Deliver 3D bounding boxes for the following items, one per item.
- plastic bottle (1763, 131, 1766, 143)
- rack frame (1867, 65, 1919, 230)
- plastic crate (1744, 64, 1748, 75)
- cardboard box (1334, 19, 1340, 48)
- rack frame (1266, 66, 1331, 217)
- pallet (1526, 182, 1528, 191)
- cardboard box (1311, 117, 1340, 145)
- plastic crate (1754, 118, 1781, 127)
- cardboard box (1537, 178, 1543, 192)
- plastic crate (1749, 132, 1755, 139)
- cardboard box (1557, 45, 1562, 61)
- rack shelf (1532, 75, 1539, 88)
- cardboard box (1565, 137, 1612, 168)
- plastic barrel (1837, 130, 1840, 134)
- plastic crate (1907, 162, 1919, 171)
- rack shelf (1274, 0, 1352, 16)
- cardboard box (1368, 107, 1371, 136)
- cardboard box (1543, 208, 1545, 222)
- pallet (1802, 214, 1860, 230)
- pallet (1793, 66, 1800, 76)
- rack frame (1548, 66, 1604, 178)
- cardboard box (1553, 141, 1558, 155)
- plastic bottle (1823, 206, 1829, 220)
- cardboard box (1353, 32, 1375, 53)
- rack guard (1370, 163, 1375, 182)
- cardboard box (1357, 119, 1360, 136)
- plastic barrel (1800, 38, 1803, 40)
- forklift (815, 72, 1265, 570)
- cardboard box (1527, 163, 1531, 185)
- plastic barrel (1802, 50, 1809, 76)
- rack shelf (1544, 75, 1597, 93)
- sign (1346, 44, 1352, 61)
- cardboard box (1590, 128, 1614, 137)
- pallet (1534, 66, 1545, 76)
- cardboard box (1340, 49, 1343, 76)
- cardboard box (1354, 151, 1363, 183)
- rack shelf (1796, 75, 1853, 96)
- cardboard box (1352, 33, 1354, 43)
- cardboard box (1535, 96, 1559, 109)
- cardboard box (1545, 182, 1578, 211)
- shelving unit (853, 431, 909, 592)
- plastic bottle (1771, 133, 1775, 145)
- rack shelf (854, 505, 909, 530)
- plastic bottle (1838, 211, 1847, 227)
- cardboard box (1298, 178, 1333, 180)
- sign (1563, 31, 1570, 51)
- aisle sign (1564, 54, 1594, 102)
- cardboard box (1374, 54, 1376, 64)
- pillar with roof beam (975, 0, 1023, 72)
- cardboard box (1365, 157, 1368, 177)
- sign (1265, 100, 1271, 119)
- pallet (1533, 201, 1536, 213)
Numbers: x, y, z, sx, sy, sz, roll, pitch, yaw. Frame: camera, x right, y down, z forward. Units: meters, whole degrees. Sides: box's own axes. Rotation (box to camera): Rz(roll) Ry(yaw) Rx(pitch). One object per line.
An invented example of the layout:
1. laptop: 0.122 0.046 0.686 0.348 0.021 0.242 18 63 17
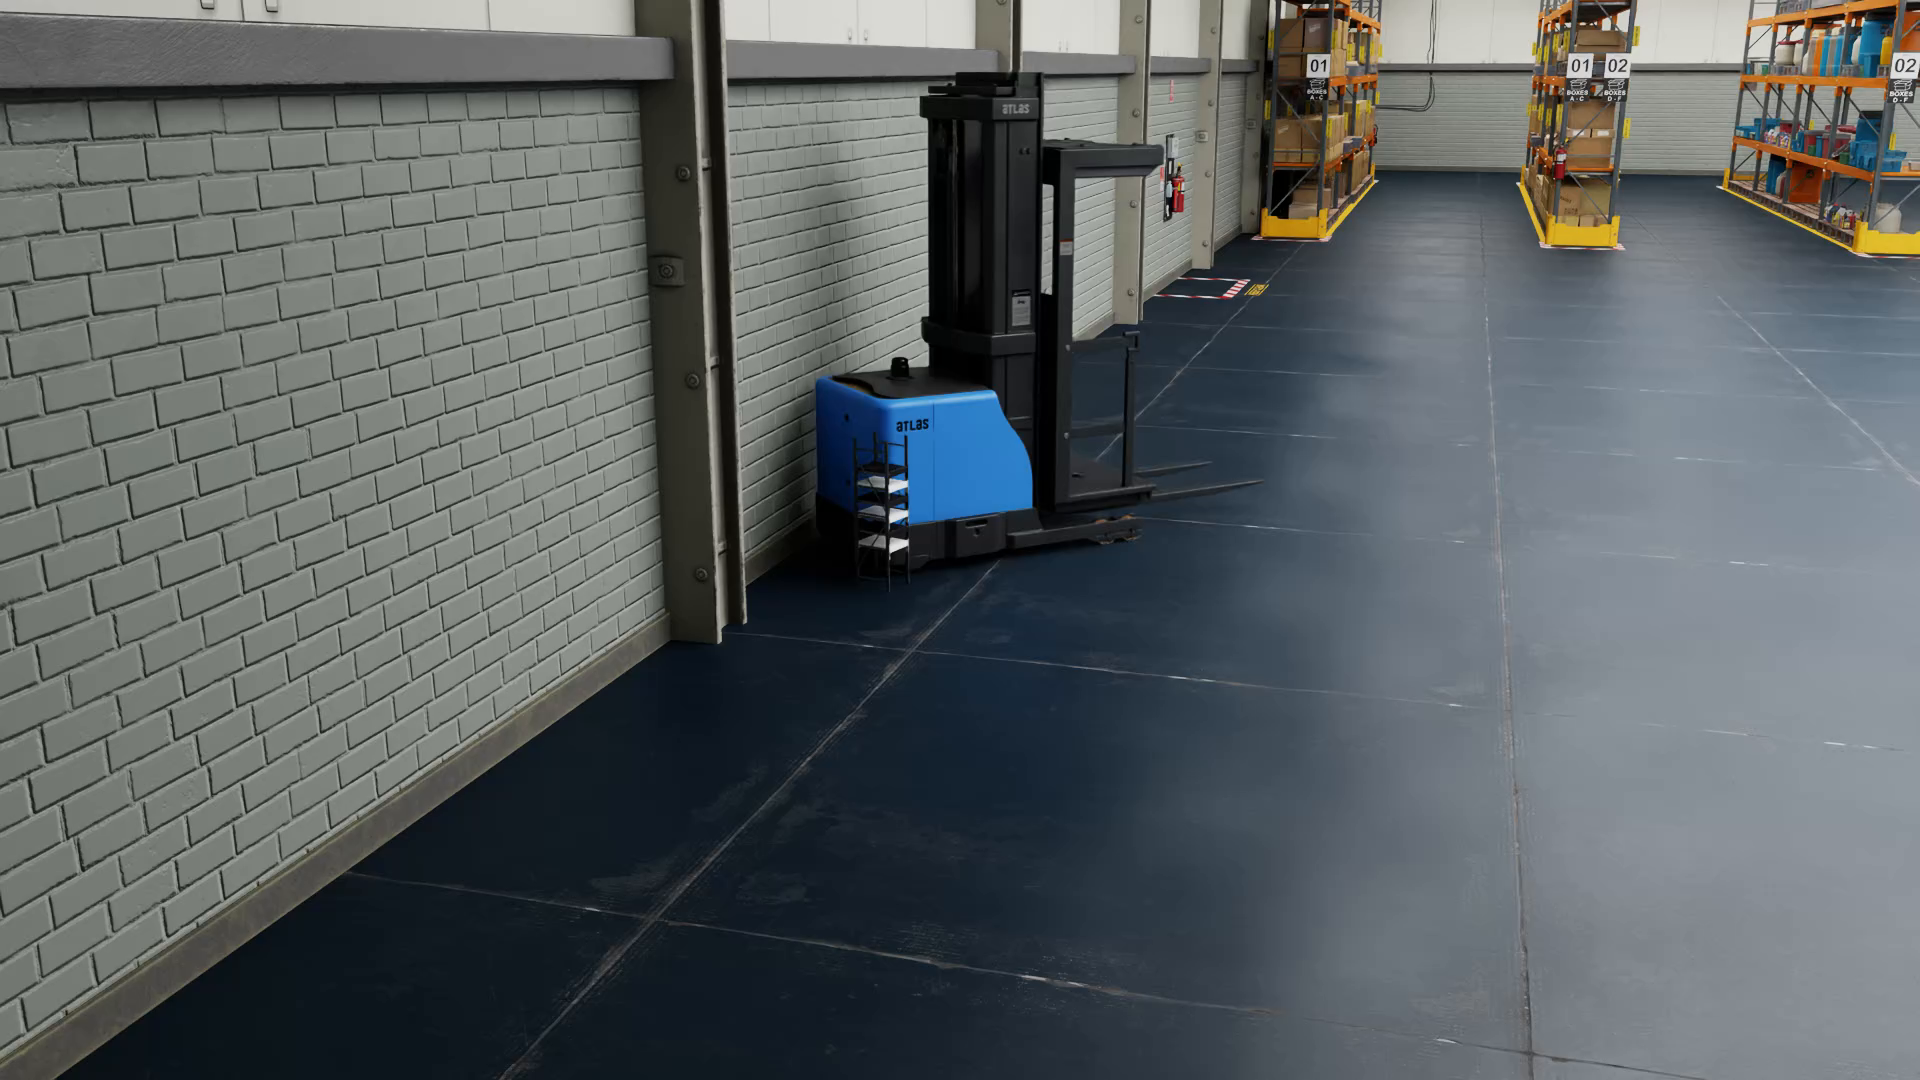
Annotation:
1. plastic bottle: 18.462 -9.232 38.096 0.061 0.283 0.133 5 16 16
2. rack frame: 15.565 -6.212 27.233 1.000 3.000 0.127 5 16 16
3. plastic crate: 19.736 -11.699 41.321 0.497 0.269 0.590 5 16 16
4. cardboard box: 6.600 -9.171 30.117 0.500 0.500 0.500 4 16 15
5. rack frame: 6.067 -6.980 29.941 1.000 3.000 0.127 5 16 16
6. pallet: 14.769 -8.895 41.802 1.003 0.211 1.213 5 16 16
7. cardboard box: 6.929 -7.779 31.622 0.500 0.500 0.500 5 17 18
8. plastic crate: 20.196 -10.342 41.618 0.616 0.435 0.499 5 16 16
9. cardboard box: 12.227 -7.319 34.377 0.500 0.311 0.500 4 16 15
10. plastic crate: 19.182 -9.732 40.018 0.293 0.136 0.466 5 16 16
11. cardboard box: 11.405 -9.060 30.916 0.500 0.311 0.500 4 16 13
12. rack shelf: 14.796 -11.357 41.193 1.077 0.370 4.000 5 16 16
13. cardboard box: 10.962 -6.766 29.004 0.700 0.500 0.500 5 16 16
14. plastic barrel: 17.632 -7.963 33.201 0.421 0.512 0.421 0 16 0
15. plastic crate: 16.128 -6.294 28.006 0.298 0.136 0.250 5 16 16
16. rack shelf: 6.635 -10.042 31.066 1.077 0.370 4.000 5 16 16
17. cardboard box: 10.057 -10.786 42.811 0.980 0.700 0.700 4 16 13
18. cardboard box: 11.101 -6.033 30.871 0.500 0.250 0.500 5 16 16
19. pallet: 16.888 -6.125 32.038 1.003 0.211 1.213 5 16 16
20. pallet: 18.150 -9.850 34.907 1.003 0.211 1.213 5 16 16
21. rack frame: 11.954 -7.643 32.280 1.000 3.000 0.127 5 16 16
22. cardboard box: 12.028 -7.823 33.160 0.396 0.266 0.258 4 16 15
23. plastic bottle: 16.191 -6.108 31.061 0.097 0.271 0.097 0 16 0
24. cardboard box: 9.949 -12.266 41.029 0.500 0.500 0.500 4 16 15
25. rack guard: 10.621 -9.970 45.063 1.175 0.500 0.348 5 16 16
26. cardboard box: 8.882 -9.517 38.122 0.500 0.500 0.500 5 17 18
27. plastic barrel: 18.911 -10.832 36.912 0.600 0.588 0.600 0 16 0
28. forklift: 0.613 -1.495 10.727 3.031 2.935 1.130 -8 18 -27
29. cardboard box: 14.118 -8.917 40.543 0.500 0.500 0.500 5 16 16
30. plastic barrel: 17.457 -9.744 33.985 0.421 0.512 0.421 0 16 0
31. rack shelf: 12.523 -9.264 33.814 1.077 0.370 4.000 5 16 16
32. sign: 7.726 -9.678 33.010 0.100 0.325 0.005 5 16 16
33. cardboard box: 11.208 -7.112 29.036 0.380 0.149 0.250 4 16 14
34. pallet: 13.683 -10.652 37.736 1.213 0.211 1.003 5 16 16
35. cardboard box: 7.020 -9.097 31.687 0.500 0.500 0.500 4 16 14
36. cardboard box: 9.417 -9.107 40.611 0.750 0.750 0.750 5 17 17
37. rack shelf: 17.271 -8.879 32.456 1.077 0.370 4.000 5 16 16
38. cardboard box: 9.101 -11.963 39.649 0.500 0.250 0.500 6 17 20
39. cardboard box: 14.123 -10.418 40.046 0.500 0.500 0.500 5 17 16
40. cardboard box: 10.955 -6.263 30.308 0.500 0.500 0.500 5 16 16
41. shelving unit: -0.461 -0.167 9.770 0.258 0.900 0.210 10 19 31
42. plastic bottle: 18.216 -8.958 37.142 0.152 0.276 0.135 5 16 16
43. rack shelf: -0.461 -0.135 9.779 0.258 0.077 0.200 10 19 31
44. plastic bottle: 15.804 -5.728 29.711 0.152 0.276 0.135 4 16 14
45. cardboard box: 7.496 -7.369 35.086 0.700 0.500 0.500 4 16 15
46. sign: 10.301 -8.474 28.232 0.100 0.325 0.005 5 16 16
47. aisle sign: 10.517 -7.853 28.255 0.394 0.787 0.004 5 16 16
48. cardboard box: 10.370 -12.302 42.530 0.500 0.250 0.500 4 16 14
49. pillar with roof beam: 4.449 -5.073 12.225 9.100 9.000 0.400 5 16 16
50. cardboard box: 10.369 -9.844 43.849 0.700 0.500 0.500 5 16 16
51. sign: 5.540 -7.737 29.911 0.100 0.325 0.005 5 16 16
52. pallet: 12.820 -7.136 35.601 1.003 0.211 1.213 5 16 16
